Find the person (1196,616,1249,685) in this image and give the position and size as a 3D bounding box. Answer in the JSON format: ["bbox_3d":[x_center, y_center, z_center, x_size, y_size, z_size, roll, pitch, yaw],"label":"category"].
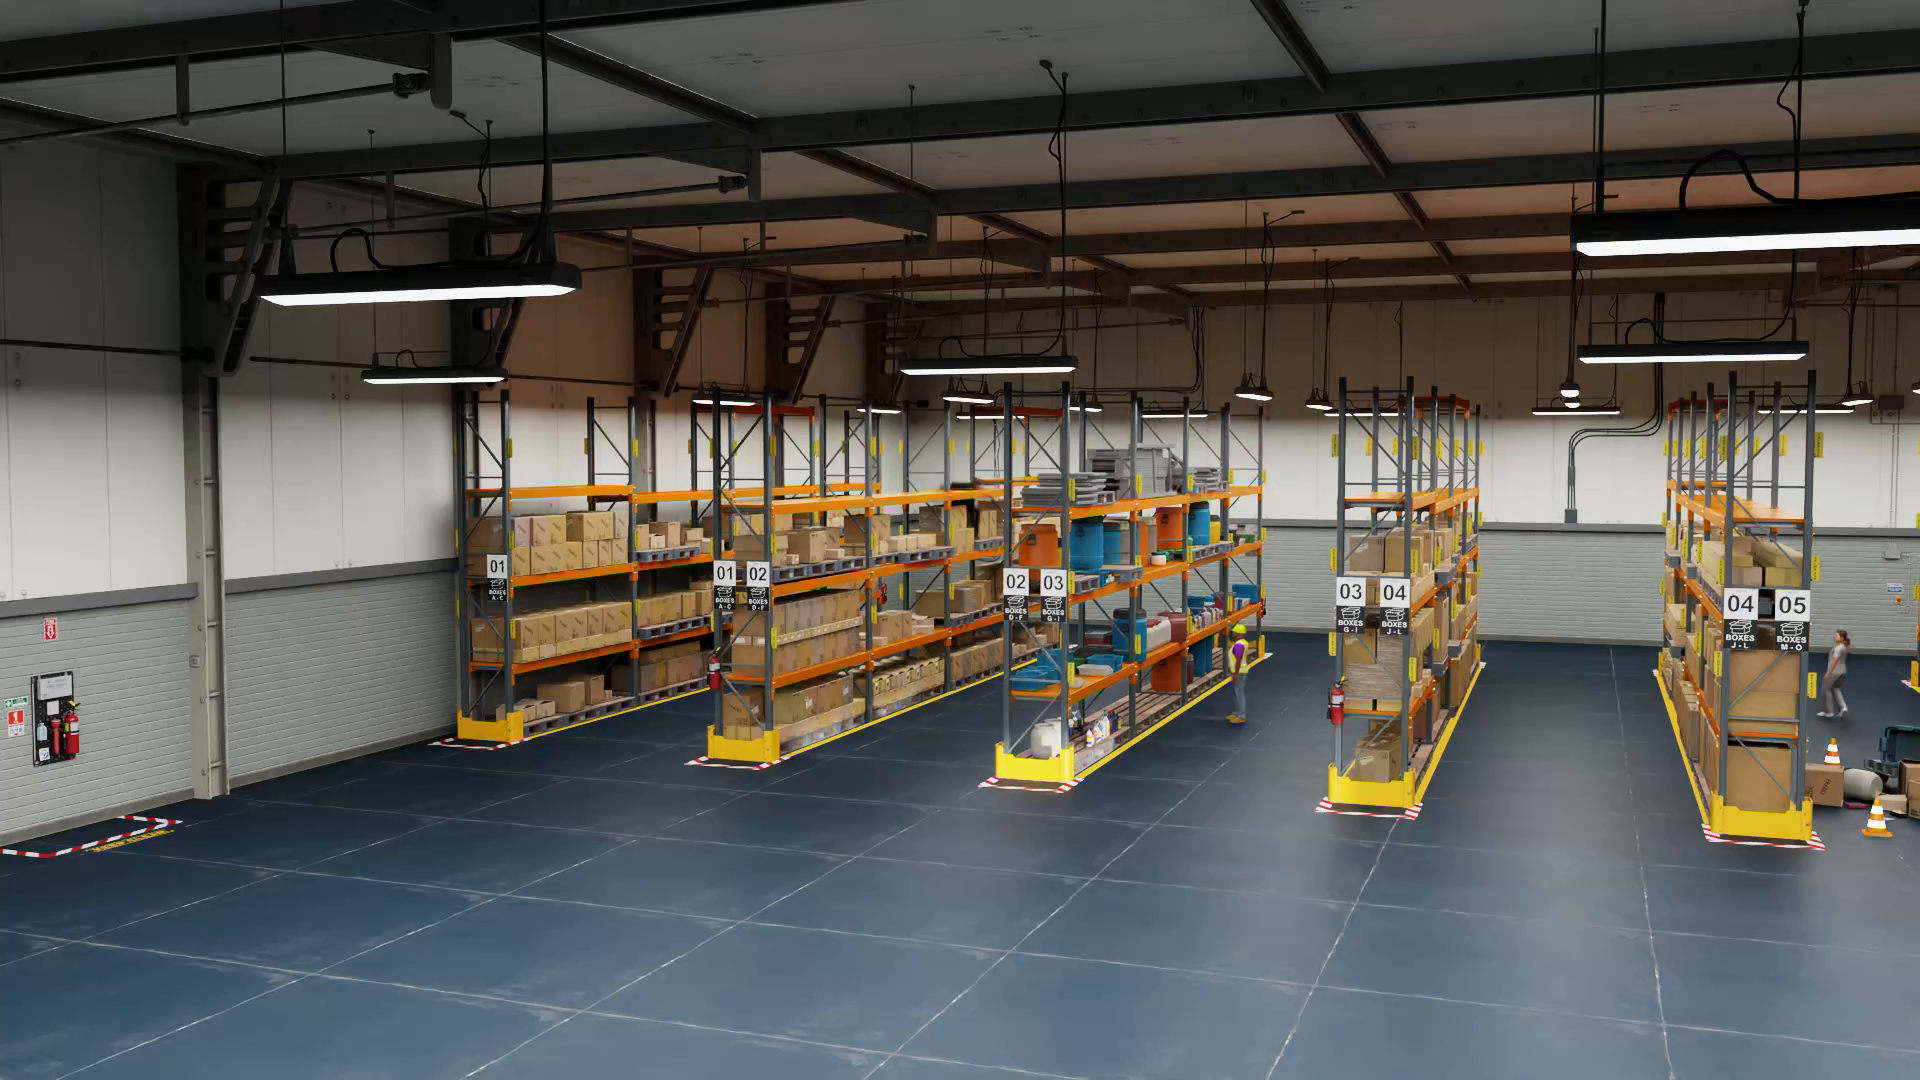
[{"bbox_3d":[5.037,2.010,32.045,0.564,1.035,3.940,0,3,1],"label":"person"}]

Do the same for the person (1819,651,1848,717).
[{"bbox_3d":[16.300,2.693,31.031,0.404,1.265,0.508,-2,4,-27],"label":"person"}]

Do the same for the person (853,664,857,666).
[{"bbox_3d":[-2.634,2.134,38.175,0.532,1.523,0.609,0,3,5],"label":"person"}]
